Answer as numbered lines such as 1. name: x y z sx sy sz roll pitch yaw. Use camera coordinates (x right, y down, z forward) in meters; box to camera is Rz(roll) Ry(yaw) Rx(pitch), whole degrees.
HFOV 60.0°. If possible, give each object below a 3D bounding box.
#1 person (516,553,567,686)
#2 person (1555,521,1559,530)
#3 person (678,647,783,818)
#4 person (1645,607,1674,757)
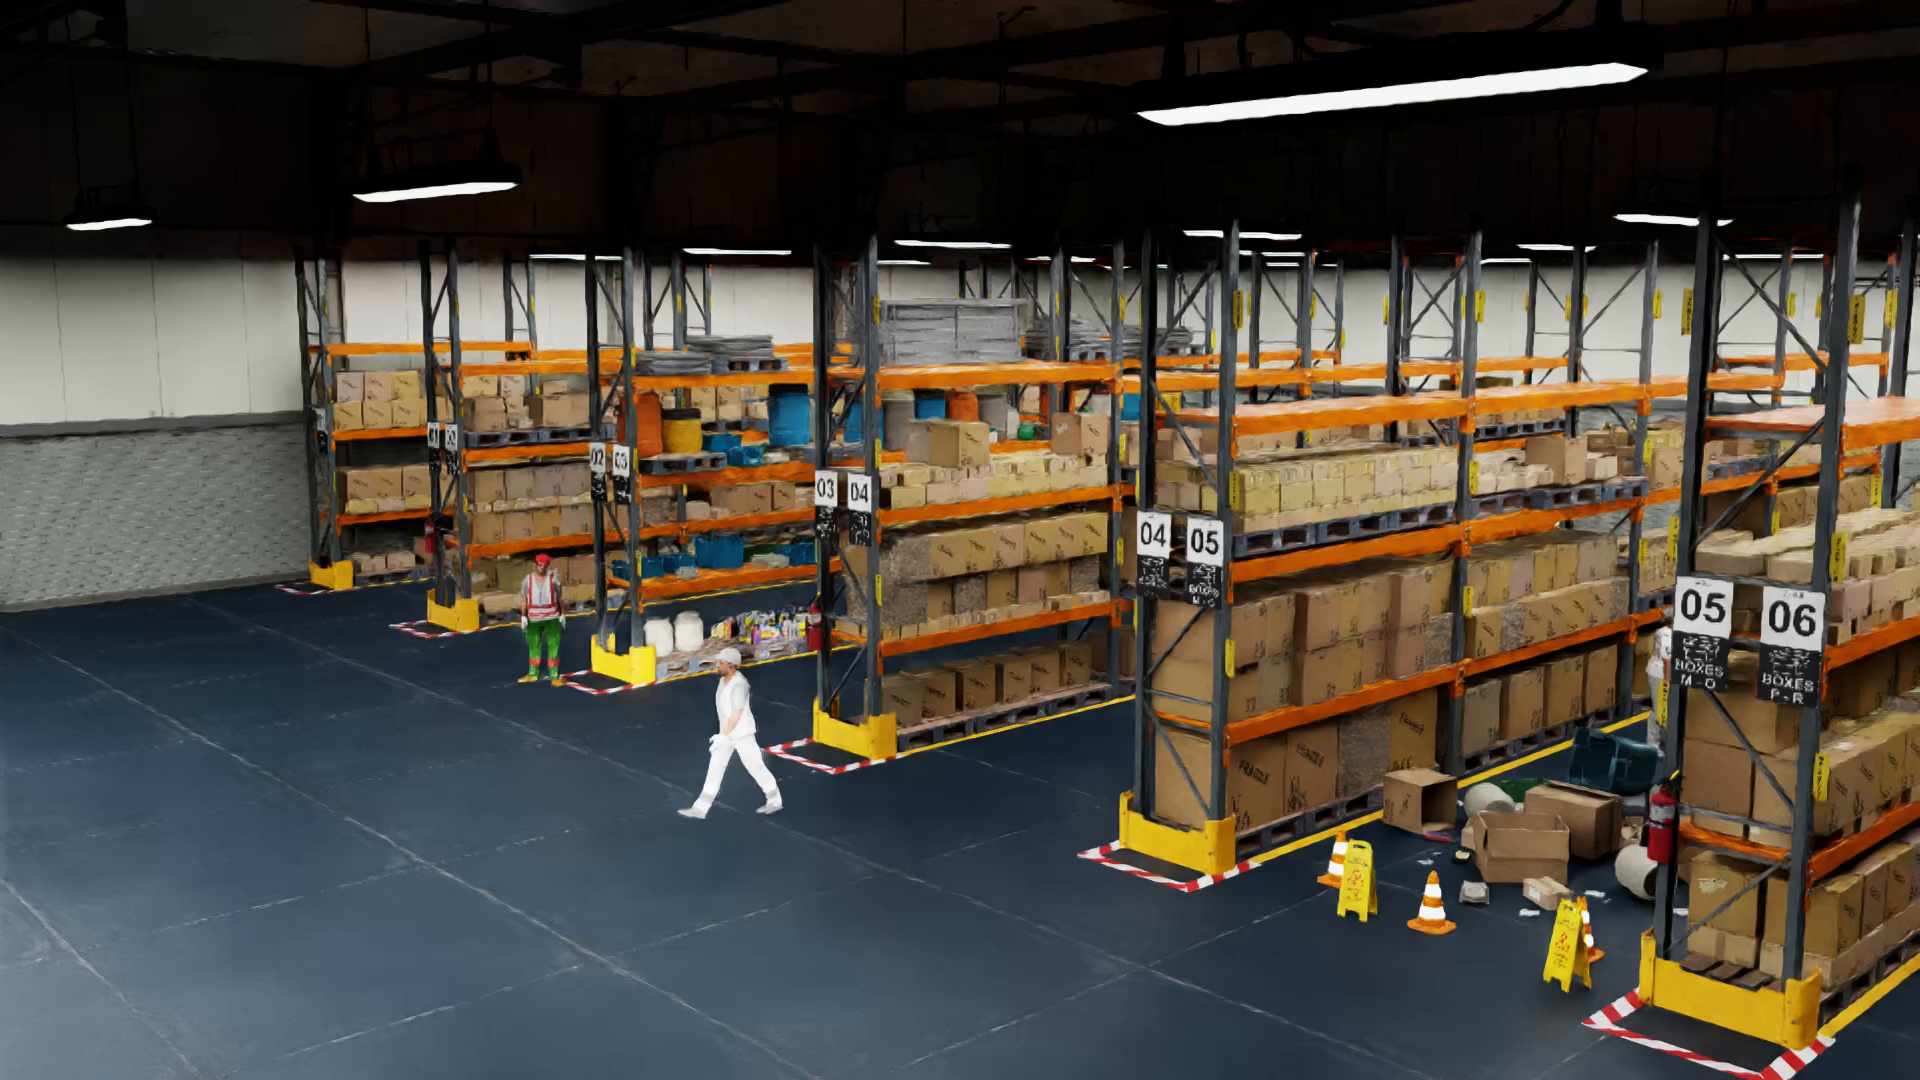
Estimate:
1. person: -5.594 1.049 22.116 0.686 1.792 0.455 -1 8 -8
2. person: 9.557 0.468 26.375 0.578 1.714 0.708 -8 12 -44
3. person: -2.260 1.906 16.423 1.036 1.727 0.533 -6 10 -33
4. person: 8.012 1.583 18.831 0.463 1.673 0.579 3 9 17
